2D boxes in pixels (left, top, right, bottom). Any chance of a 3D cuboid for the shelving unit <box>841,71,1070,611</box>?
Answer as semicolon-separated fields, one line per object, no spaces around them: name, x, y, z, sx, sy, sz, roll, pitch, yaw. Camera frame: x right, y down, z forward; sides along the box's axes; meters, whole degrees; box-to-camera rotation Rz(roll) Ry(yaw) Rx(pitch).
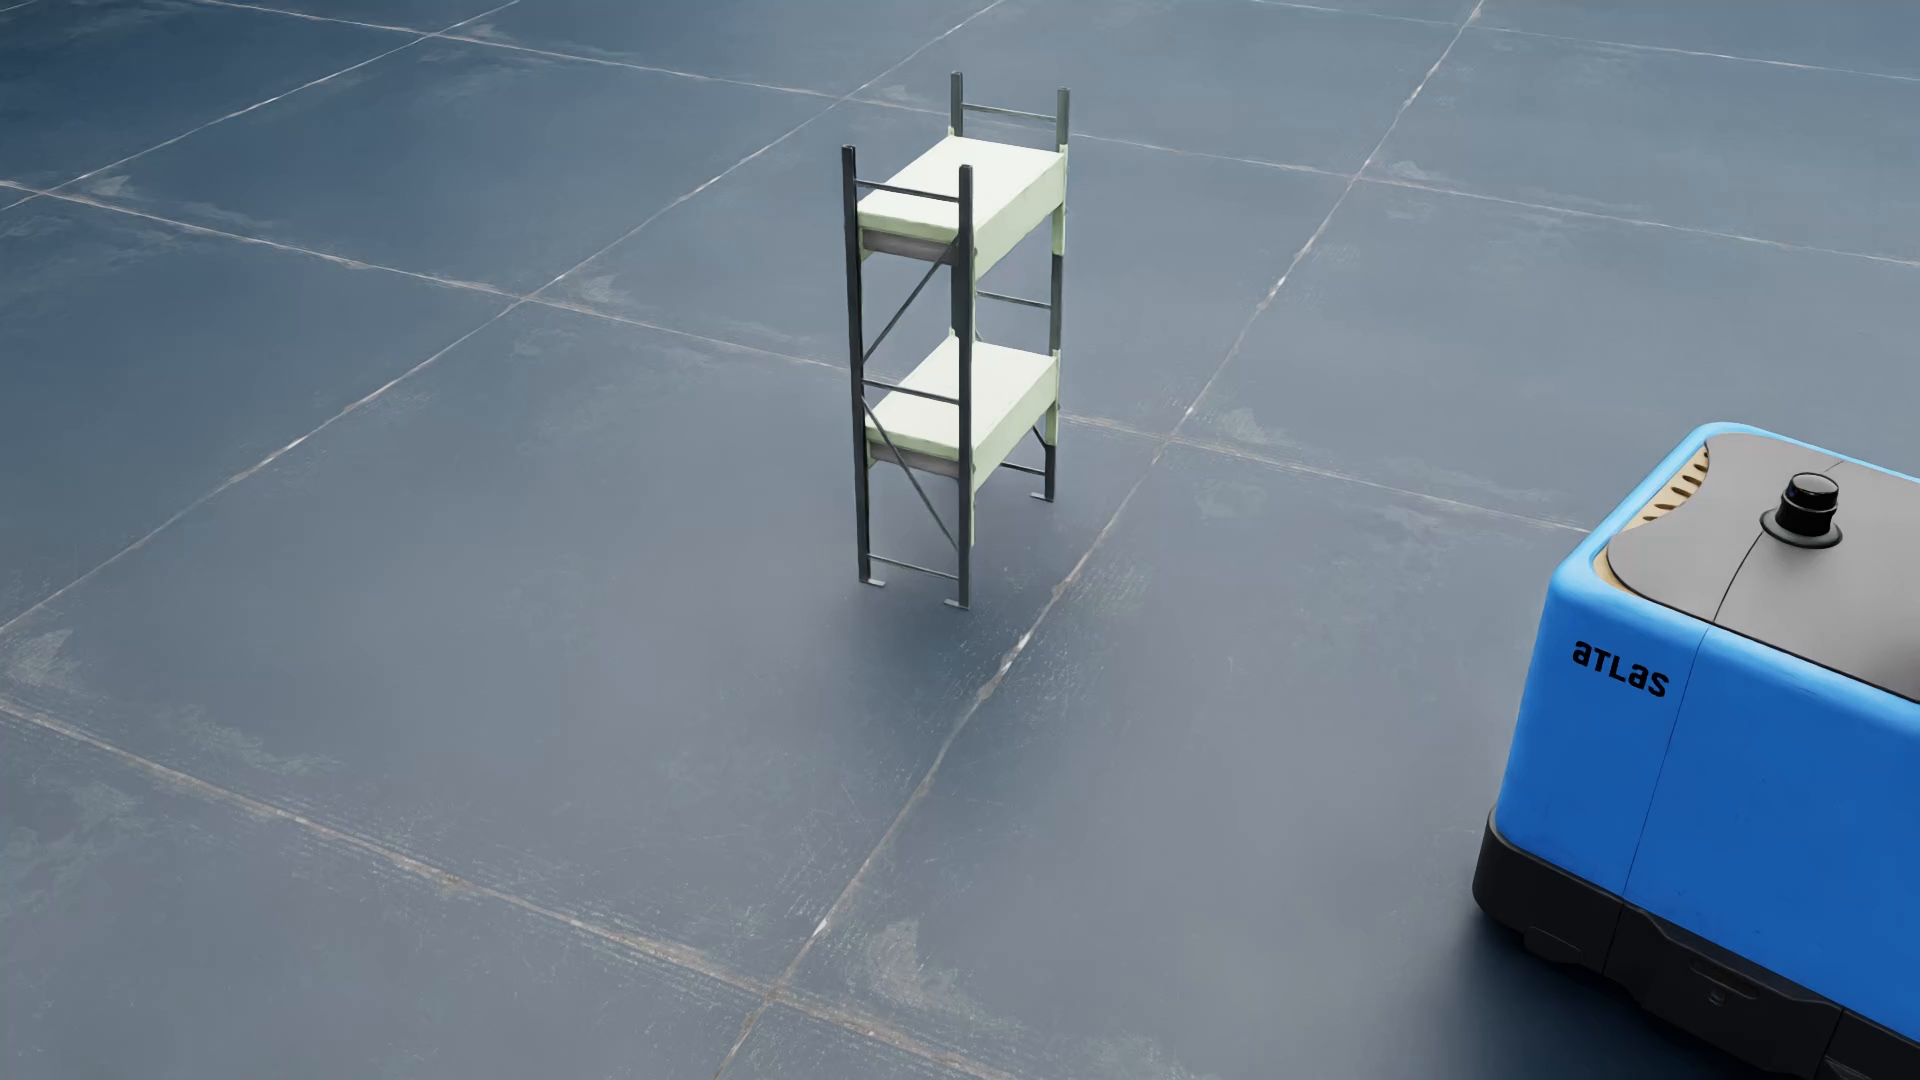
shelving unit;0.003;-0.631;5.344;0.431;1.500;0.755;14;36;20

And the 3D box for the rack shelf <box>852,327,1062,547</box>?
rack shelf;0.003;-0.358;5.523;0.431;0.370;0.720;14;36;20

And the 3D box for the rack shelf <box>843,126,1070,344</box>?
rack shelf;0.003;-0.957;5.130;0.431;0.370;0.720;14;36;20

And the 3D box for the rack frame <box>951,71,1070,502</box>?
rack frame;0.156;-0.813;5.622;0.400;1.500;0.023;14;36;20

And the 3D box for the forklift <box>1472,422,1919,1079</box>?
forklift;2.754;0.072;2.968;3.031;2.935;1.130;25;41;33

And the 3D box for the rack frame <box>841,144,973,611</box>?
rack frame;-0.150;-0.448;5.066;0.400;1.500;0.023;14;36;20
